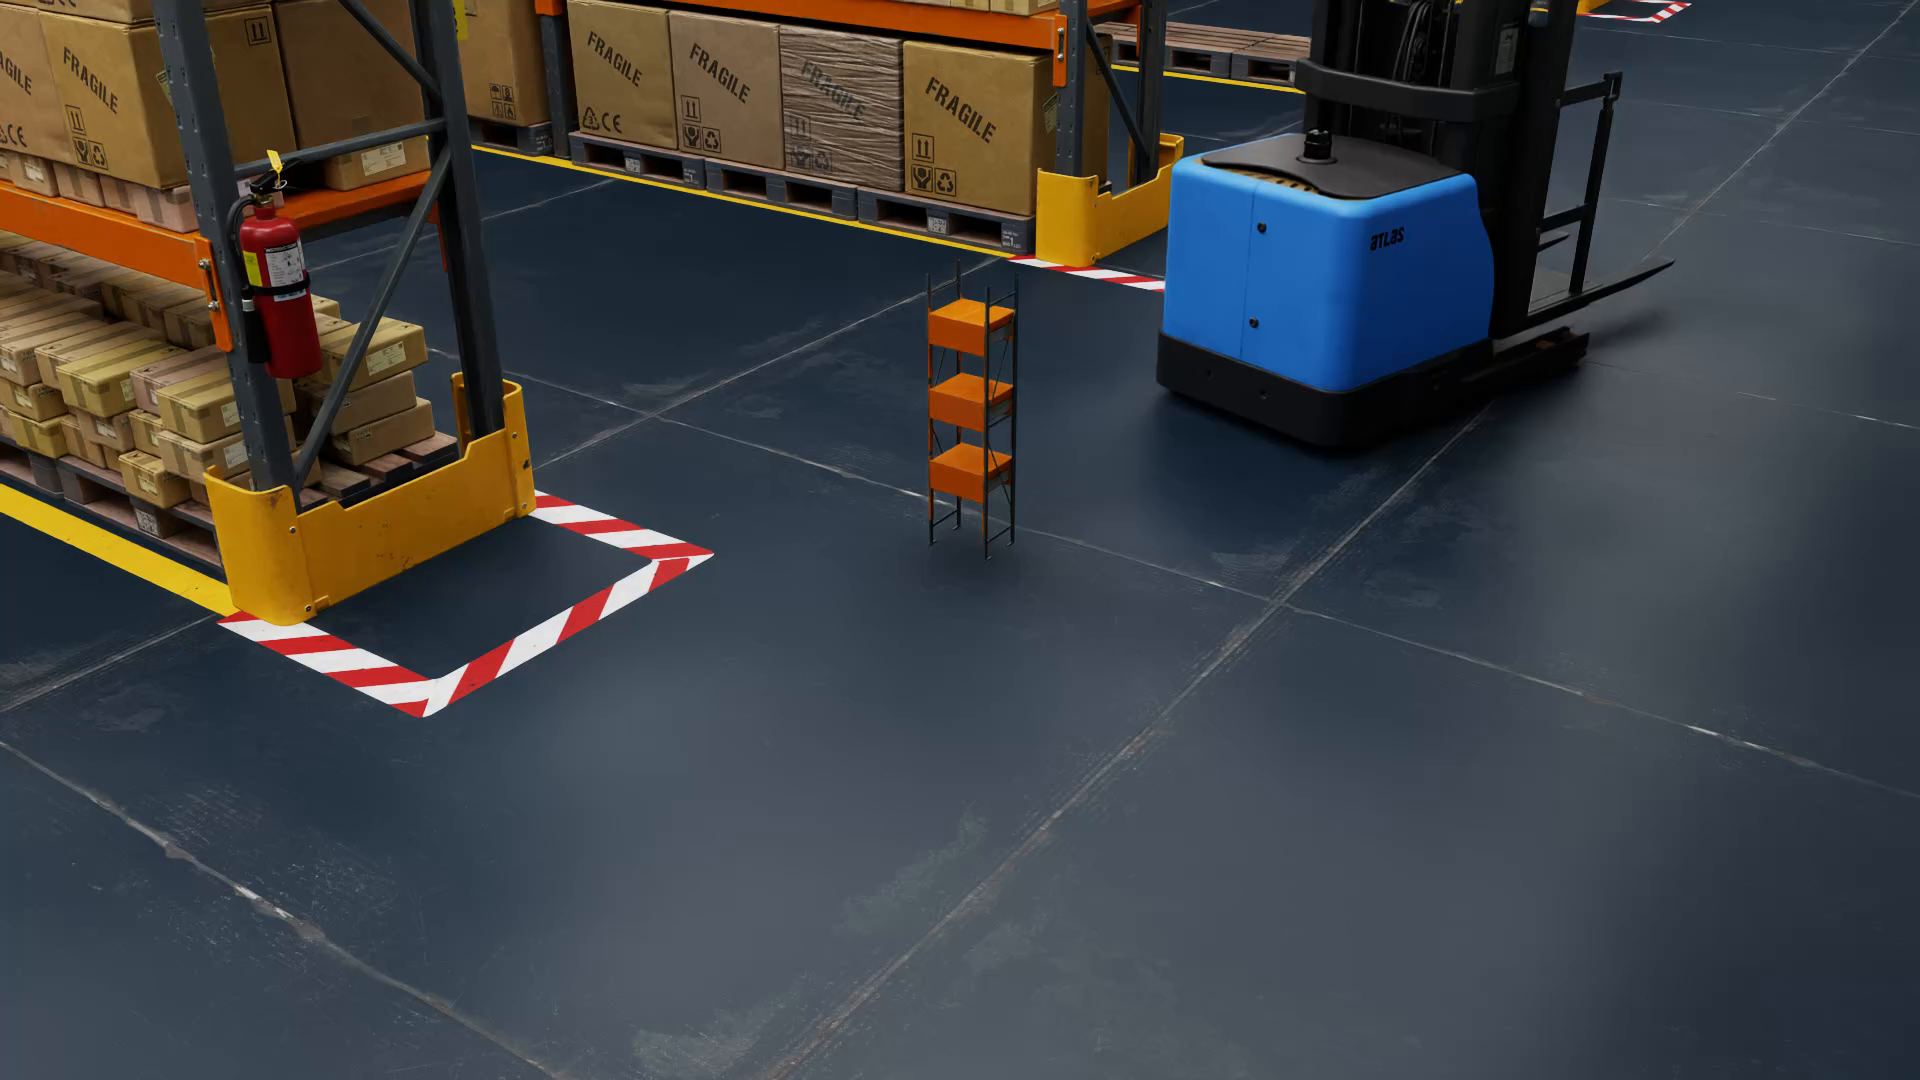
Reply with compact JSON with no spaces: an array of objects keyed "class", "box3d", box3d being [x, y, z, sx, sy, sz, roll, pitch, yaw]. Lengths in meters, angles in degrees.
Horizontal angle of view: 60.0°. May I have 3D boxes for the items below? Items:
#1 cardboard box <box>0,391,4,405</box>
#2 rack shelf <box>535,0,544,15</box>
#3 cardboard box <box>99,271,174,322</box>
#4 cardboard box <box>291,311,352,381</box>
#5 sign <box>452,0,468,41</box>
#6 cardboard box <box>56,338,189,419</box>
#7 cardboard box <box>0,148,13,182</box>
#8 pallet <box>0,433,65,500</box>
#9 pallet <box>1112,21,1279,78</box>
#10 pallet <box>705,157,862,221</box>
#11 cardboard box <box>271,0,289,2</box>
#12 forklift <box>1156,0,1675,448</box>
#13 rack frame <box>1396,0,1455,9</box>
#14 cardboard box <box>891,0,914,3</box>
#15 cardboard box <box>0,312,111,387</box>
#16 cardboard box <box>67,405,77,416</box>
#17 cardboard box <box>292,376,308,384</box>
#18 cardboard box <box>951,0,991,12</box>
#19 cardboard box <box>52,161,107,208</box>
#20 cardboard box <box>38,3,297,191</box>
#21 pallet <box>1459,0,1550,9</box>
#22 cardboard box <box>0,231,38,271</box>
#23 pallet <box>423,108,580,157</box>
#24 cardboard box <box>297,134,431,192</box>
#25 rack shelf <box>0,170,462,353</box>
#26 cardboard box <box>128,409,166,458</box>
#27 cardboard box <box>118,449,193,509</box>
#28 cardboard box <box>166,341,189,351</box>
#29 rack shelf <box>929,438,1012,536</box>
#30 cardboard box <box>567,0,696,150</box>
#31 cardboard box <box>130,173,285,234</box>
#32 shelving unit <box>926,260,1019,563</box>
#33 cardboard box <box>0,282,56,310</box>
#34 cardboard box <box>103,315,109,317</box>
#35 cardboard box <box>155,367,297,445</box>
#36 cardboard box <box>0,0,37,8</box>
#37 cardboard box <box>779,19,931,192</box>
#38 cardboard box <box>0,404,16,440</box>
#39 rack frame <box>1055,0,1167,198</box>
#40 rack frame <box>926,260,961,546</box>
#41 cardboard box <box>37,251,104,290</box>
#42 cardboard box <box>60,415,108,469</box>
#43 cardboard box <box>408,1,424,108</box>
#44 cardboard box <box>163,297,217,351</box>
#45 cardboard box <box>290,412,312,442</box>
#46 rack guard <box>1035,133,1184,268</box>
[{"class":"cardboard box","box3d":[-3.700,-0.685,6.642,0.250,0.149,0.380,19,33,33]},{"class":"rack shelf","box3d":[-4.093,-4.322,12.229,4.000,0.370,1.077,17,32,30]},{"class":"cardboard box","box3d":[-3.374,-1.048,7.025,0.250,0.149,0.380,18,32,31]},{"class":"cardboard box","box3d":[-2.574,-0.743,6.427,0.250,0.149,0.380,18,32,31]},{"class":"sign","box3d":[-1.732,-1.862,5.648,0.005,0.325,0.100,17,32,30]},{"class":"cardboard box","box3d":[-3.079,-0.602,6.149,0.250,0.149,0.380,17,31,29]},{"class":"cardboard box","box3d":[-3.291,-1.412,5.994,0.250,0.149,0.380,16,31,28]},{"class":"pallet","box3d":[-3.752,-0.586,7.168,1.213,0.211,1.003,17,32,30]},{"class":"pallet","box3d":[1.998,-4.251,14.370,1.213,0.211,1.003,17,32,30]},{"class":"pallet","box3d":[-0.852,-2.349,10.633,1.213,0.211,1.003,17,32,30]},{"class":"cardboard box","box3d":[-2.258,-2.111,5.550,0.500,0.500,0.500,17,32,30]},{"class":"forklift","box3d":[2.335,-2.230,7.400,3.031,2.935,1.130,-21,34,-35]},{"class":"rack frame","box3d":[3.657,-4.954,12.677,0.127,3.000,1.000,17,32,30]},{"class":"cardboard box","box3d":[-0.255,-3.154,9.418,0.250,0.149,0.380,18,32,31]},{"class":"cardboard box","box3d":[-3.509,-0.740,6.421,0.250,0.149,0.380,19,32,32]},{"class":"cardboard box","box3d":[-3.228,-0.592,6.458,0.250,0.149,0.380,17,31,30]},{"class":"cardboard box","box3d":[-2.519,-0.645,6.562,0.250,0.149,0.380,17,32,30]},{"class":"cardboard box","box3d":[0.158,-3.025,9.163,0.250,0.149,0.380,18,32,31]},{"class":"cardboard box","box3d":[-2.866,-1.276,5.728,0.250,0.149,0.380,17,32,30]},{"class":"cardboard box","box3d":[-2.555,-1.470,5.393,0.500,0.500,0.500,18,32,31]},{"class":"pallet","box3d":[5.744,-5.786,17.386,1.213,0.211,1.003,17,32,30]},{"class":"cardboard box","box3d":[-4.283,-1.281,7.484,0.250,0.149,0.380,18,32,32]},{"class":"pallet","box3d":[-3.123,-3.056,12.023,1.213,0.211,1.003,17,32,30]},{"class":"cardboard box","box3d":[-2.120,-1.367,5.907,0.250,0.149,0.380,17,32,30]},{"class":"rack shelf","box3d":[-3.687,-1.467,6.618,4.000,0.370,1.077,17,32,30]},{"class":"cardboard box","box3d":[-2.820,-0.439,6.158,0.250,0.149,0.380,16,31,29]},{"class":"cardboard box","box3d":[-2.860,-0.276,6.165,0.250,0.149,0.380,18,32,32]},{"class":"cardboard box","box3d":[-3.193,-0.814,6.894,0.250,0.149,0.380,16,31,28]},{"class":"rack shelf","box3d":[0.044,-0.197,6.116,0.240,0.259,0.215,17,32,30]},{"class":"cardboard box","box3d":[-1.946,-3.170,11.051,0.875,0.875,0.875,17,32,30]},{"class":"cardboard box","box3d":[-2.468,-1.140,5.459,0.250,0.149,0.380,17,32,30]},{"class":"shelving unit","box3d":[0.044,-0.454,5.985,0.252,1.050,0.215,17,32,30]},{"class":"cardboard box","box3d":[-3.896,-0.906,6.747,0.250,0.149,0.380,17,32,31]},{"class":"cardboard box","box3d":[-3.658,-0.941,7.144,0.250,0.149,0.380,19,33,33]},{"class":"cardboard box","box3d":[-2.619,-0.497,5.943,0.250,0.149,0.380,18,32,31]},{"class":"cardboard box","box3d":[-2.974,-2.051,5.433,0.500,0.500,0.500,16,31,29]},{"class":"cardboard box","box3d":[-0.470,-2.710,10.148,0.875,0.875,0.875,17,32,30]},{"class":"cardboard box","box3d":[-3.700,-0.554,6.712,0.250,0.149,0.380,18,32,31]},{"class":"rack frame","box3d":[0.853,-3.102,9.038,0.127,3.000,1.000,17,32,30]},{"class":"rack frame","box3d":[-0.056,-0.485,6.046,0.008,1.050,0.200,17,32,30]},{"class":"cardboard box","box3d":[-3.779,-1.181,7.288,0.250,0.149,0.380,16,31,29]},{"class":"cardboard box","box3d":[-3.240,-0.434,6.476,0.250,0.149,0.380,18,32,31]},{"class":"cardboard box","box3d":[-3.720,-3.755,12.202,0.875,0.875,1.225,16,31,29]},{"class":"cardboard box","box3d":[-2.960,-0.888,6.712,0.250,0.149,0.380,16,31,28]},{"class":"cardboard box","box3d":[-2.551,-0.481,6.568,0.250,0.149,0.380,17,32,30]},{"class":"rack guard","box3d":[0.873,-1.982,9.593,0.348,0.500,1.175,17,32,30]}]
